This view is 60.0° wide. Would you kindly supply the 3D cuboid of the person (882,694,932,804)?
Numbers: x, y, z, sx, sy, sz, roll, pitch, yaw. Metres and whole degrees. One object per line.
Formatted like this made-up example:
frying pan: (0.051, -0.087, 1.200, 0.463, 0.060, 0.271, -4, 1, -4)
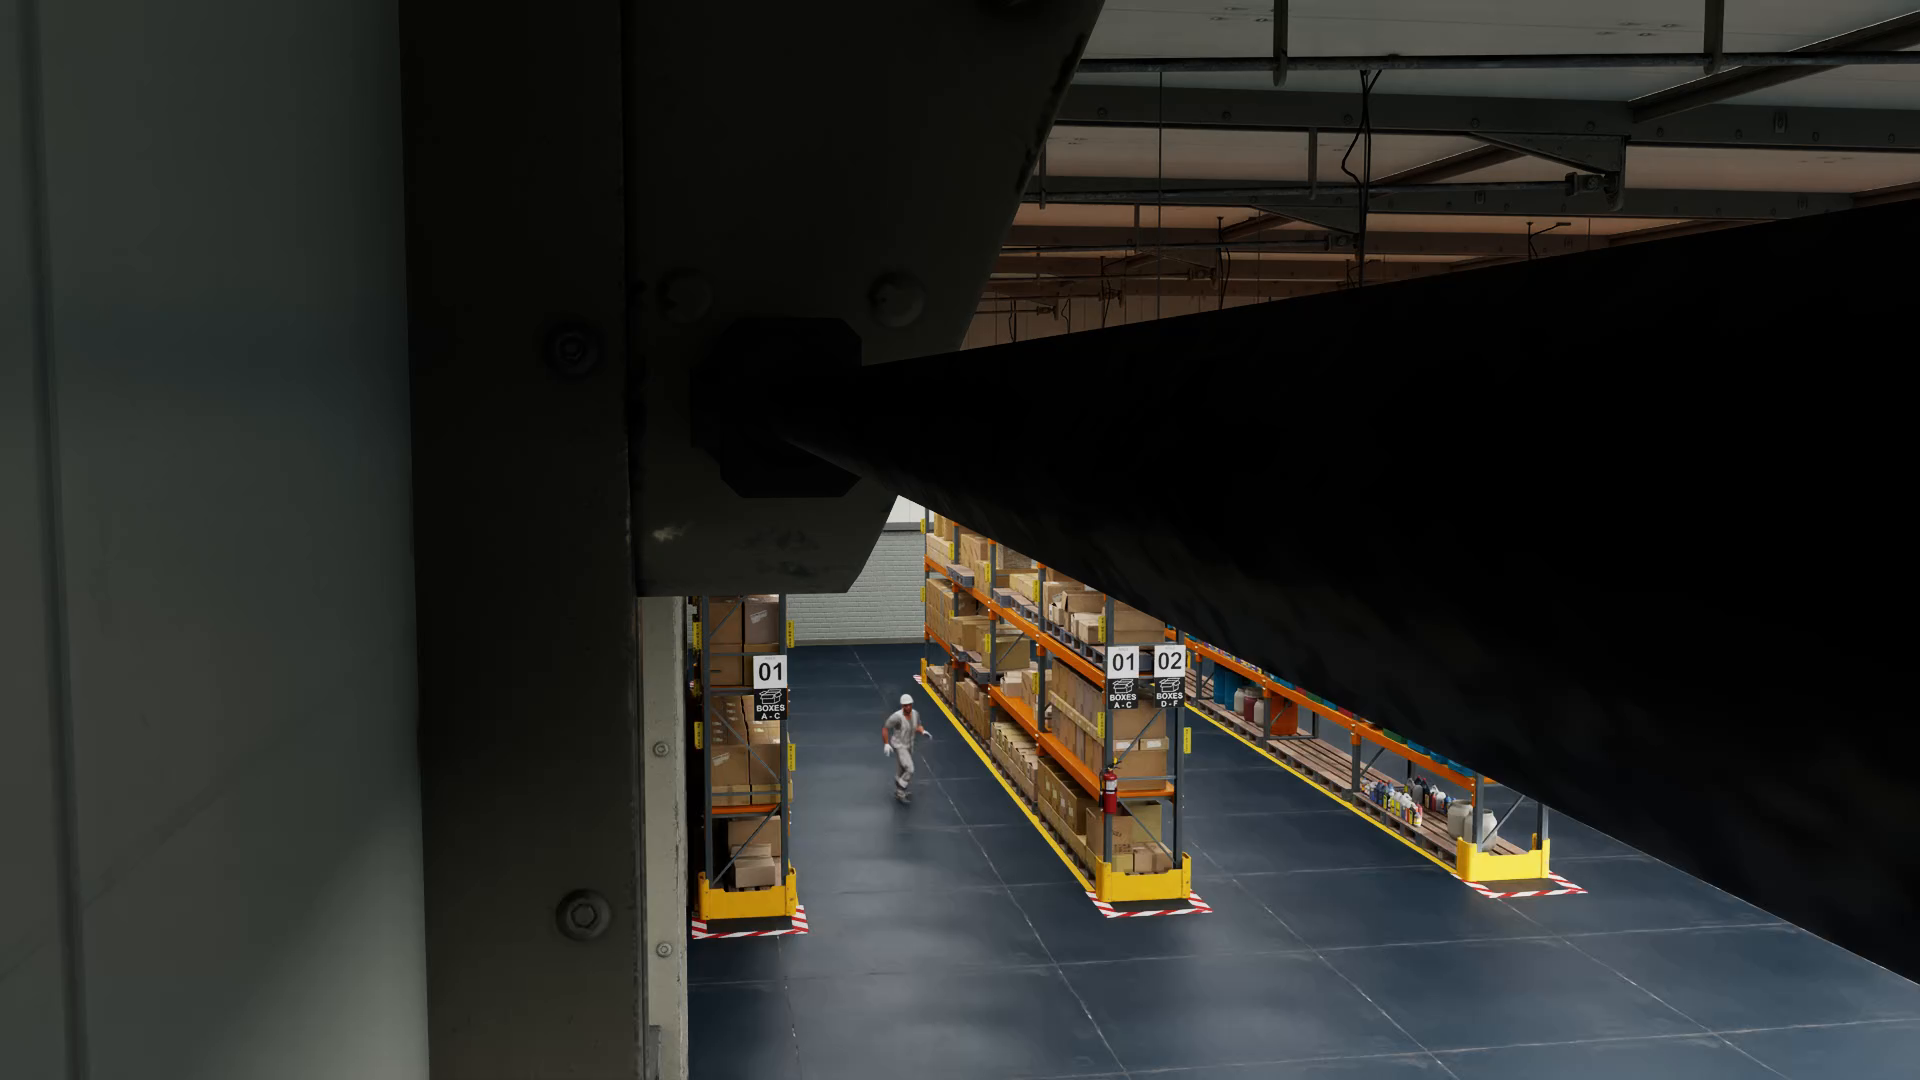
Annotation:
person: (-0.821, 3.233, 25.804, 0.809, 1.736, 0.681, 3, 6, 33)
